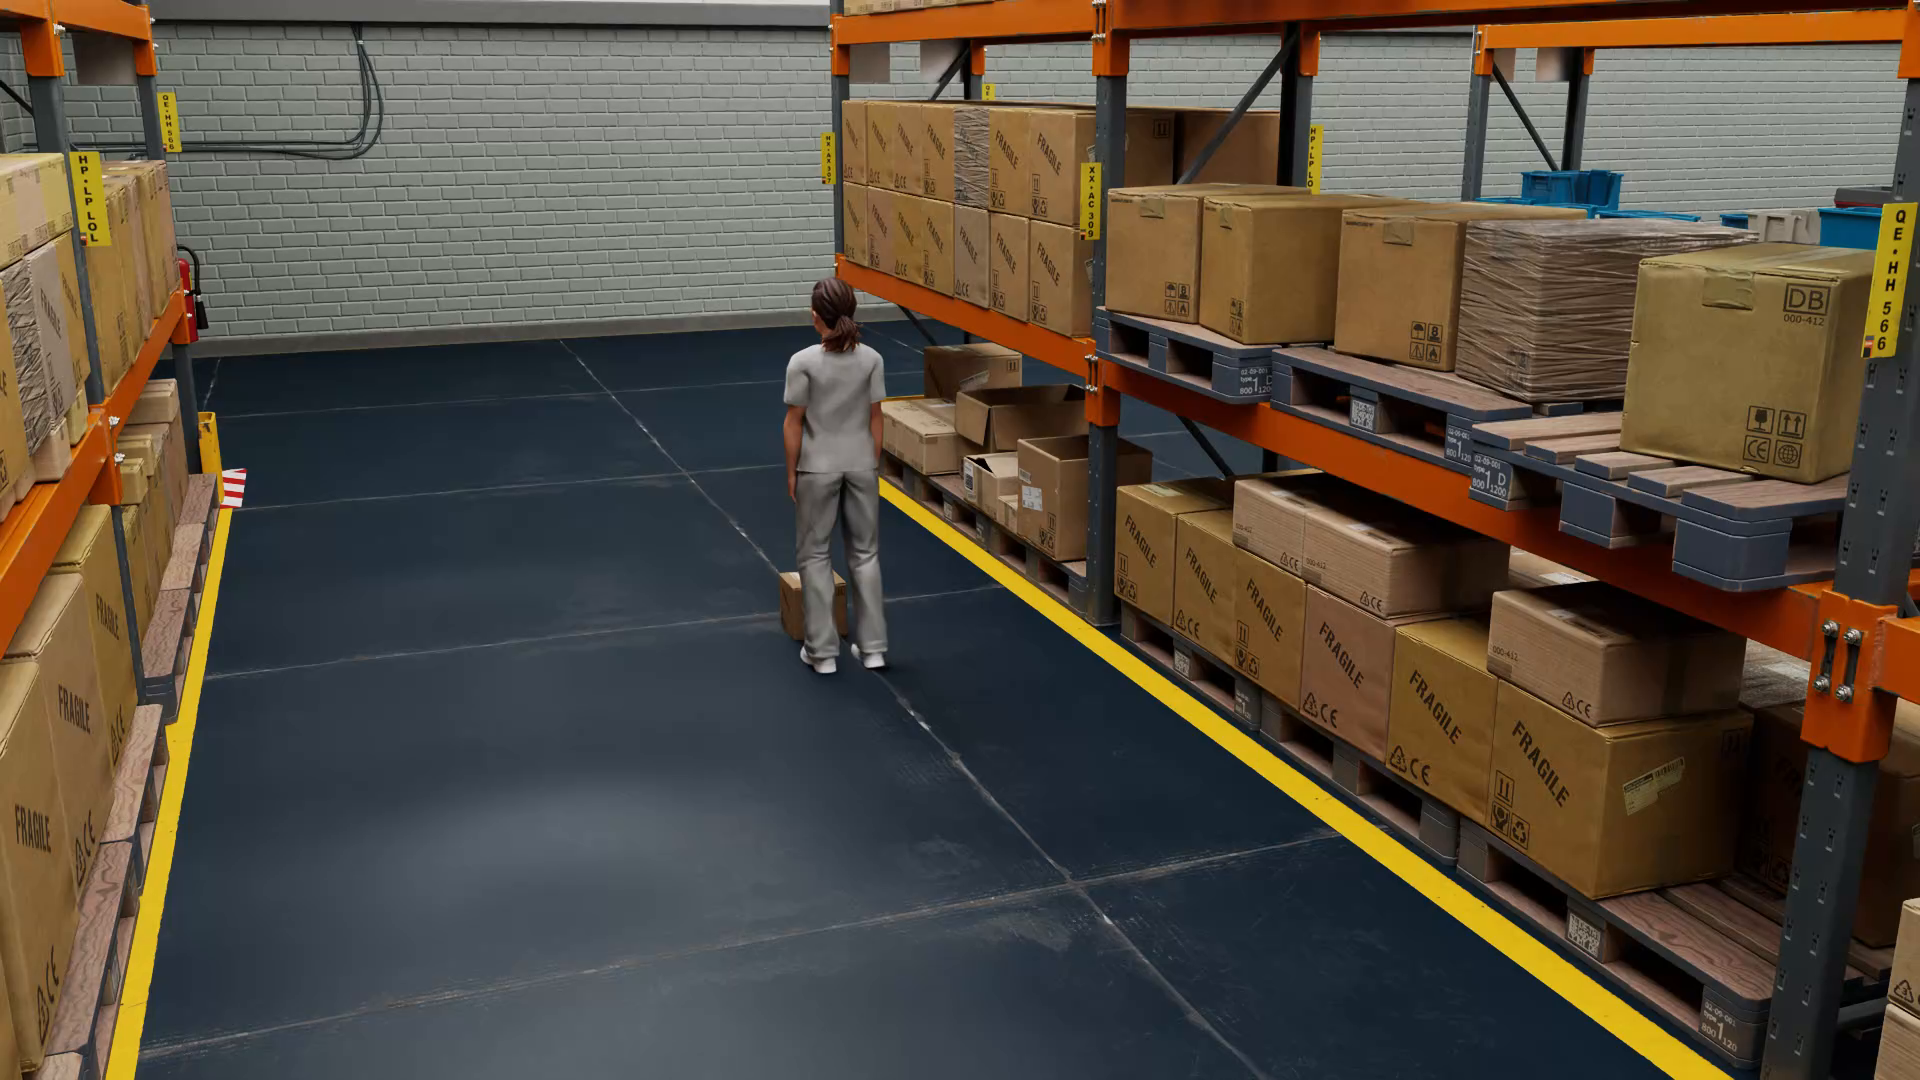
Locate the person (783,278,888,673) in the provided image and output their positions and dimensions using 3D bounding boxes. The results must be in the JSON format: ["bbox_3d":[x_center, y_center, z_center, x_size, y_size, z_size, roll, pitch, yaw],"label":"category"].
[{"bbox_3d":[-0.521,-0.258,6.982,0.437,1.680,0.361,-5,17,-19],"label":"person"}]
